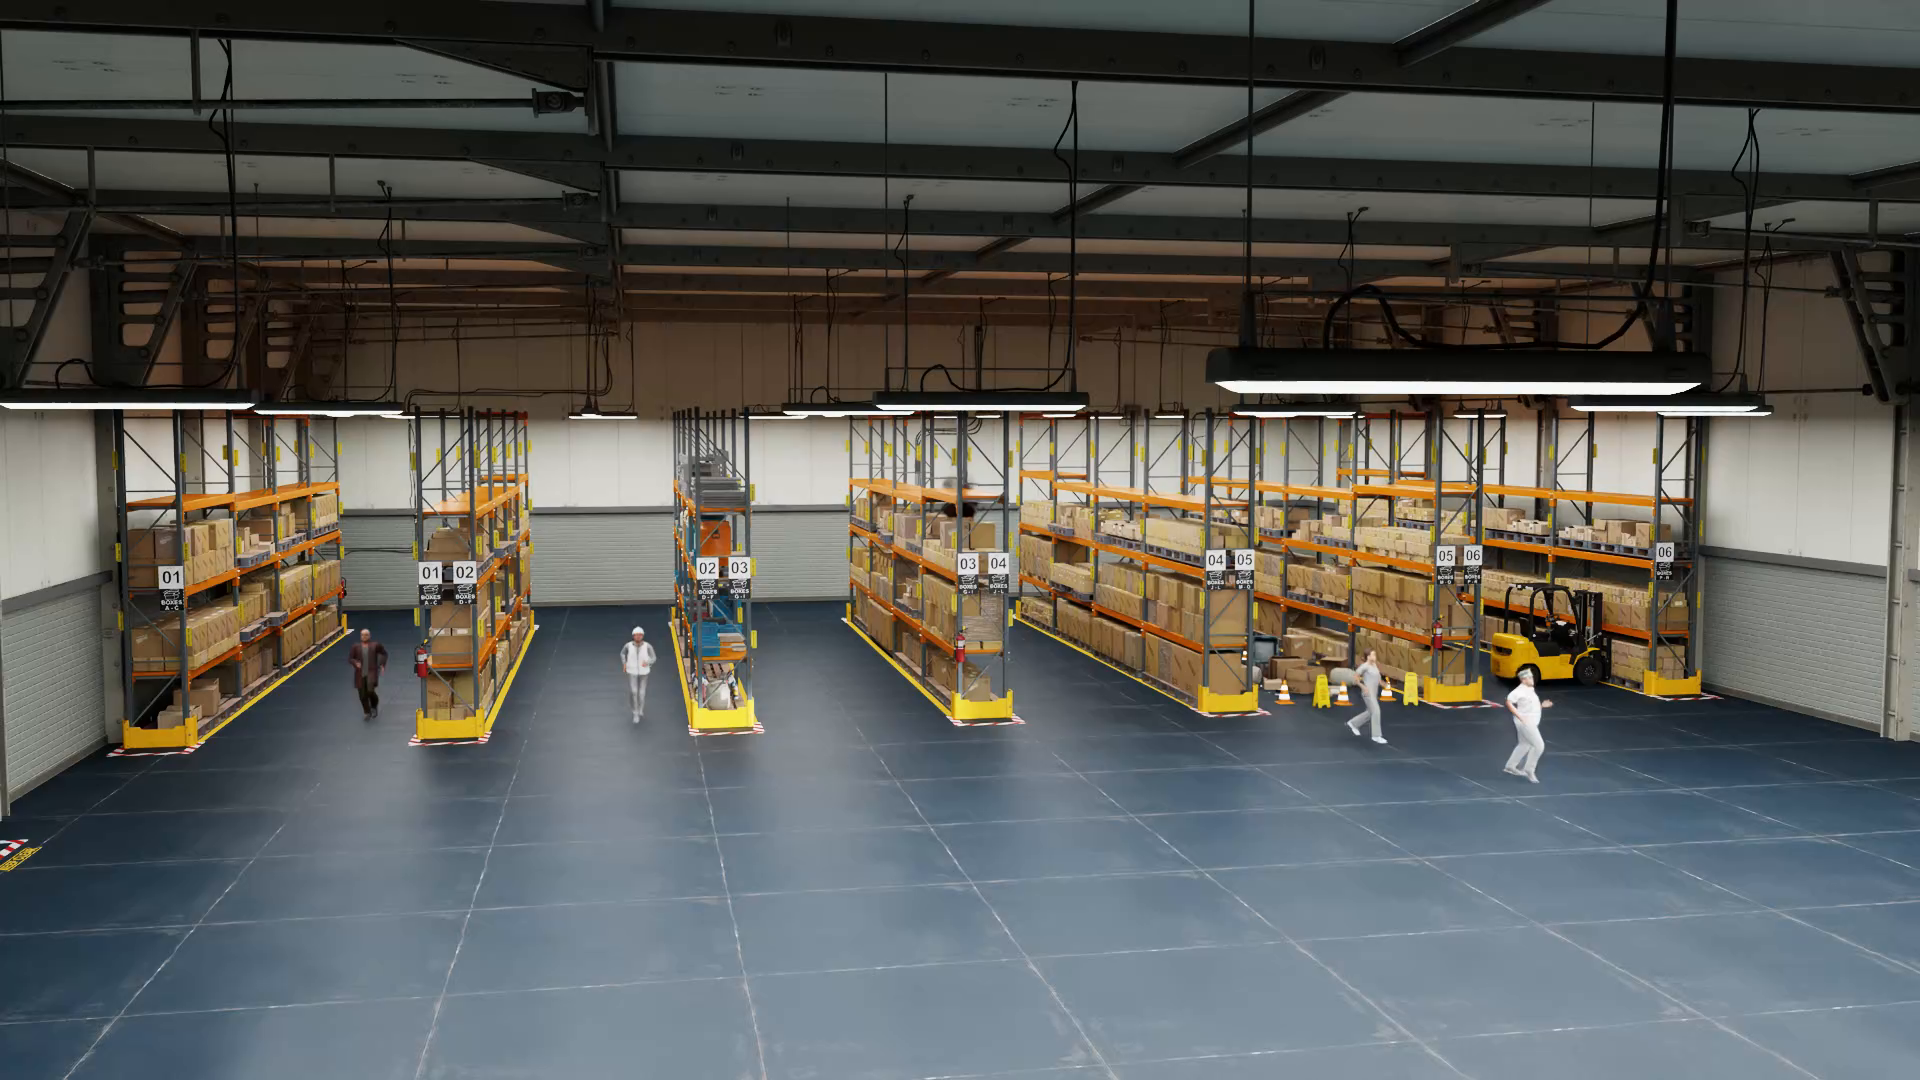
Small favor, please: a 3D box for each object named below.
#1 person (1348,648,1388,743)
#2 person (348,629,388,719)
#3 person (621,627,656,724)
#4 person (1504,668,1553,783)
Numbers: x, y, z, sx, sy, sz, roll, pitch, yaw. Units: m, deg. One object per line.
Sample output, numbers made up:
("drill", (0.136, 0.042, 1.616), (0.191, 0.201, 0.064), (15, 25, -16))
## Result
("person", (7.307, 2.769, 29.819), (0.822, 1.675, 0.579), (4, 5, 41))
("person", (-11.351, 2.572, 31.810), (0.689, 1.726, 0.681), (-1, 4, -8))
("person", (-6.149, 2.552, 31.830), (0.656, 1.788, 0.916), (-1, 4, -15))
("person", (9.061, 2.963, 26.527), (0.725, 1.844, 0.637), (2, 5, 26))
